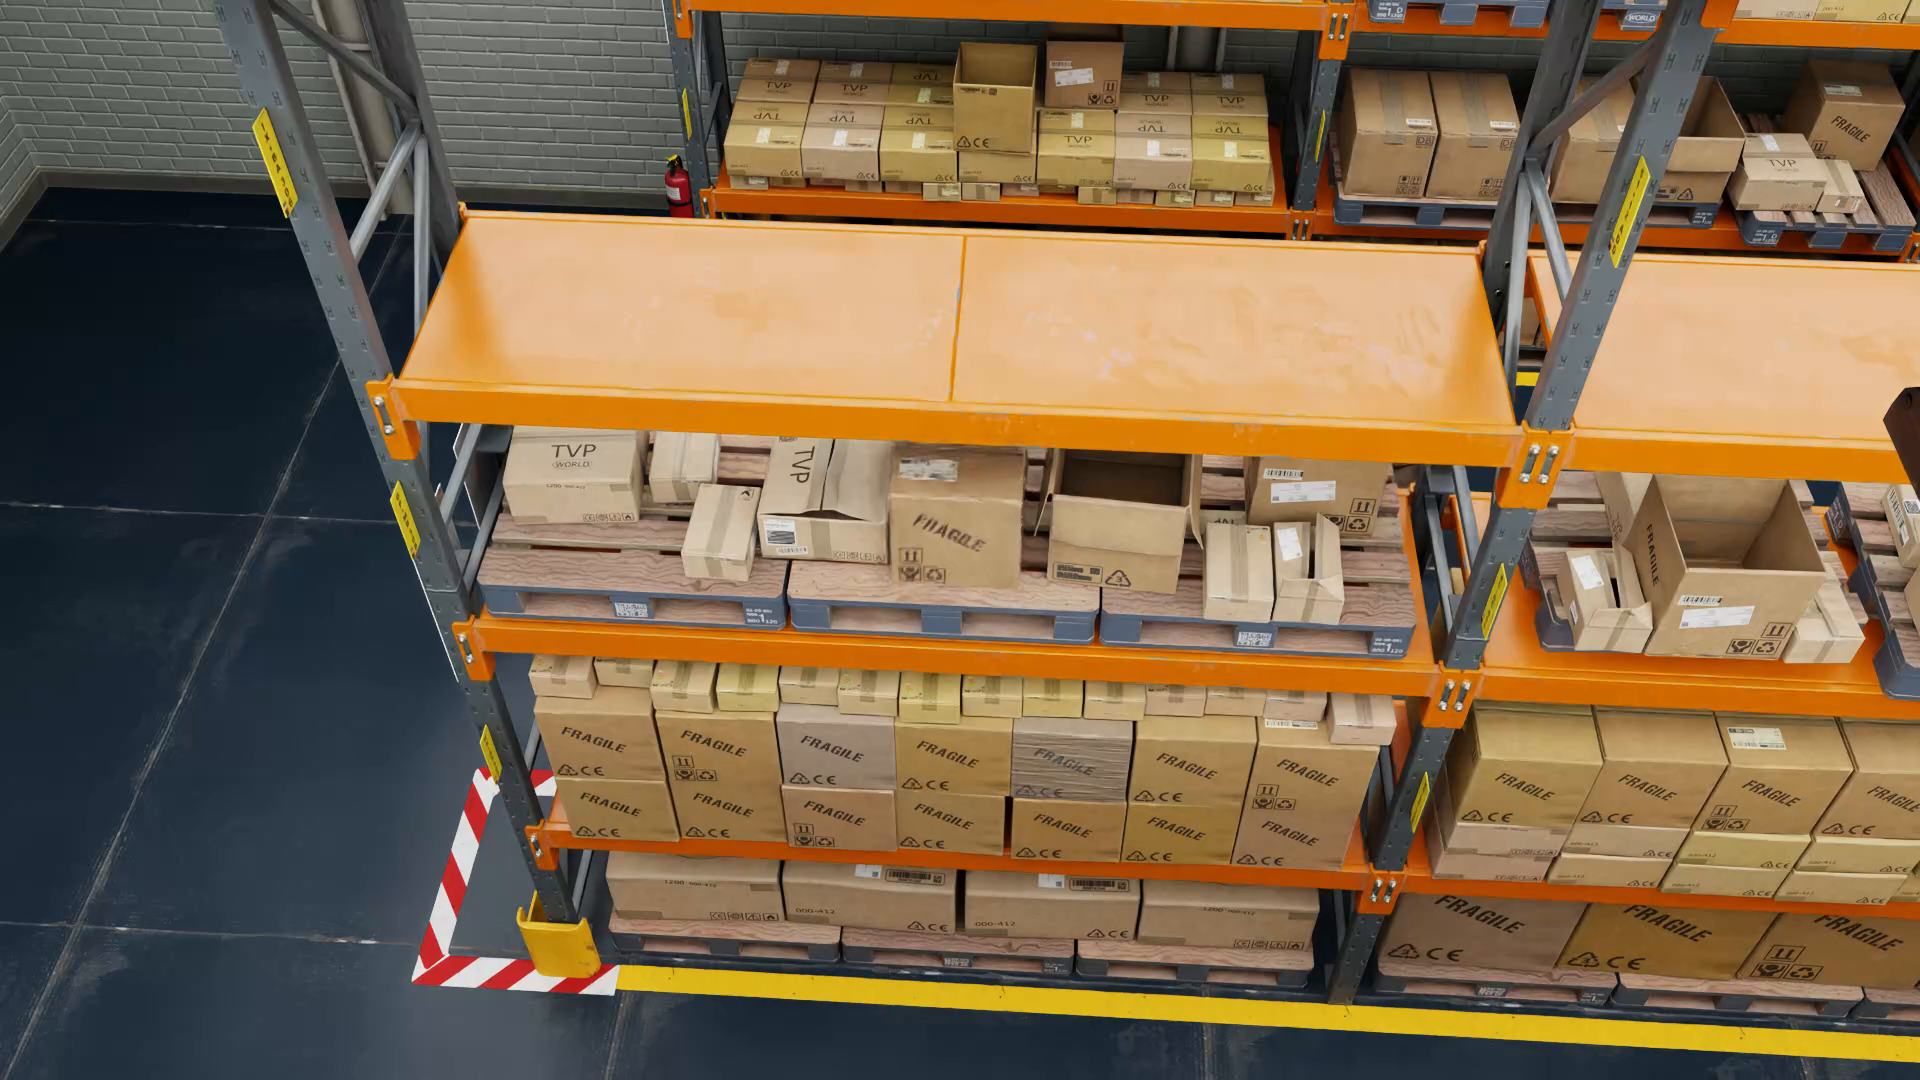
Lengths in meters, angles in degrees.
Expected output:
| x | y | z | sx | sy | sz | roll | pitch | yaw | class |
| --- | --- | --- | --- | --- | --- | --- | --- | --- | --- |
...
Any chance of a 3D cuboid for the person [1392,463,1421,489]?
| x | y | z | sx | sy | sz | roll | pitch | yaw | class |
| --- | --- | --- | --- | --- | --- | --- | --- | --- | --- |
| 2.606 | -0.482 | 10.057 | 0.539 | 1.770 | 0.552 | -12 | 49 | -10 | person |
